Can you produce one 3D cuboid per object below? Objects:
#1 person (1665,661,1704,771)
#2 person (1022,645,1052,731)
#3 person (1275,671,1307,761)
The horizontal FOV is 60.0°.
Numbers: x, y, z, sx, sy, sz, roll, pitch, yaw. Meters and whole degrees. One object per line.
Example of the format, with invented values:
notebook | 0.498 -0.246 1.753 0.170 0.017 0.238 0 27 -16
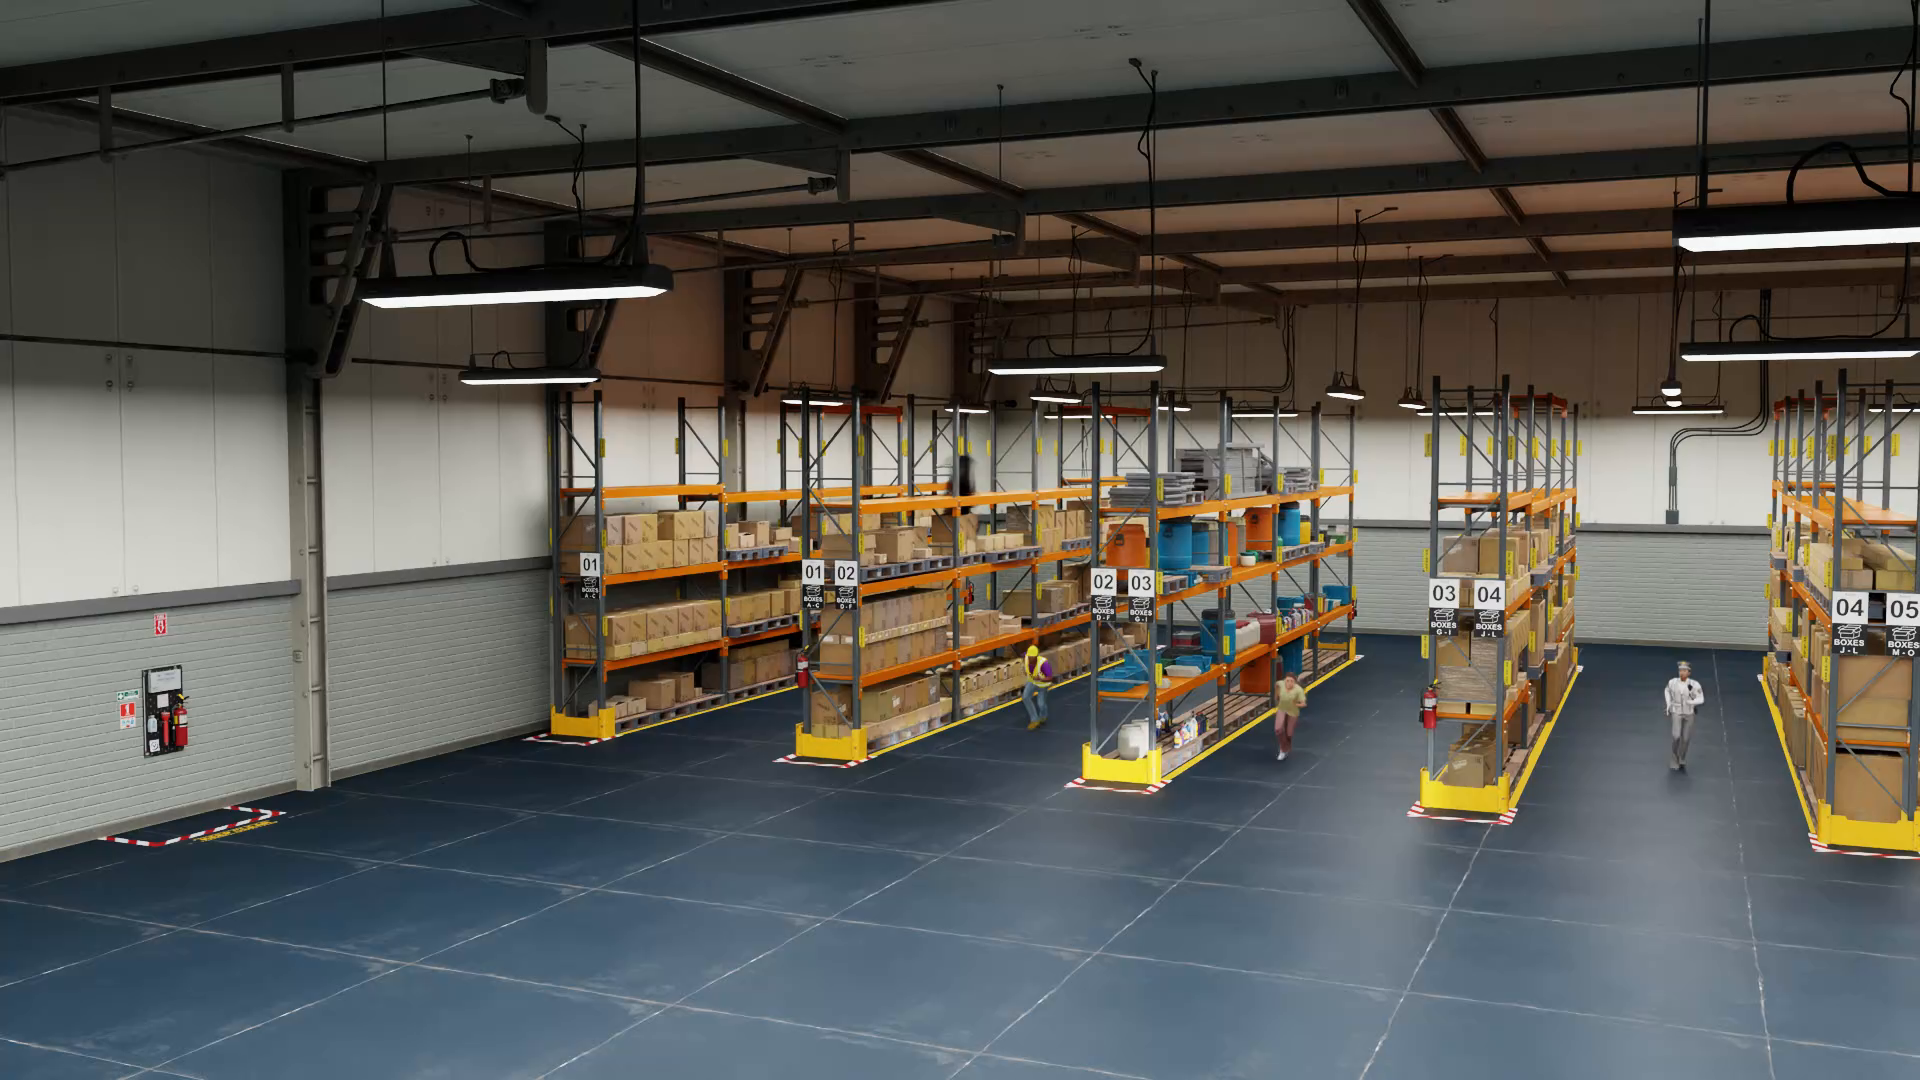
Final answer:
person | 11.250 2.728 25.841 0.561 1.709 0.672 1 3 22
person | 1.403 2.606 29.680 0.697 1.546 1.159 1 3 23
person | 5.272 2.779 26.551 0.538 1.456 1.047 1 3 15
